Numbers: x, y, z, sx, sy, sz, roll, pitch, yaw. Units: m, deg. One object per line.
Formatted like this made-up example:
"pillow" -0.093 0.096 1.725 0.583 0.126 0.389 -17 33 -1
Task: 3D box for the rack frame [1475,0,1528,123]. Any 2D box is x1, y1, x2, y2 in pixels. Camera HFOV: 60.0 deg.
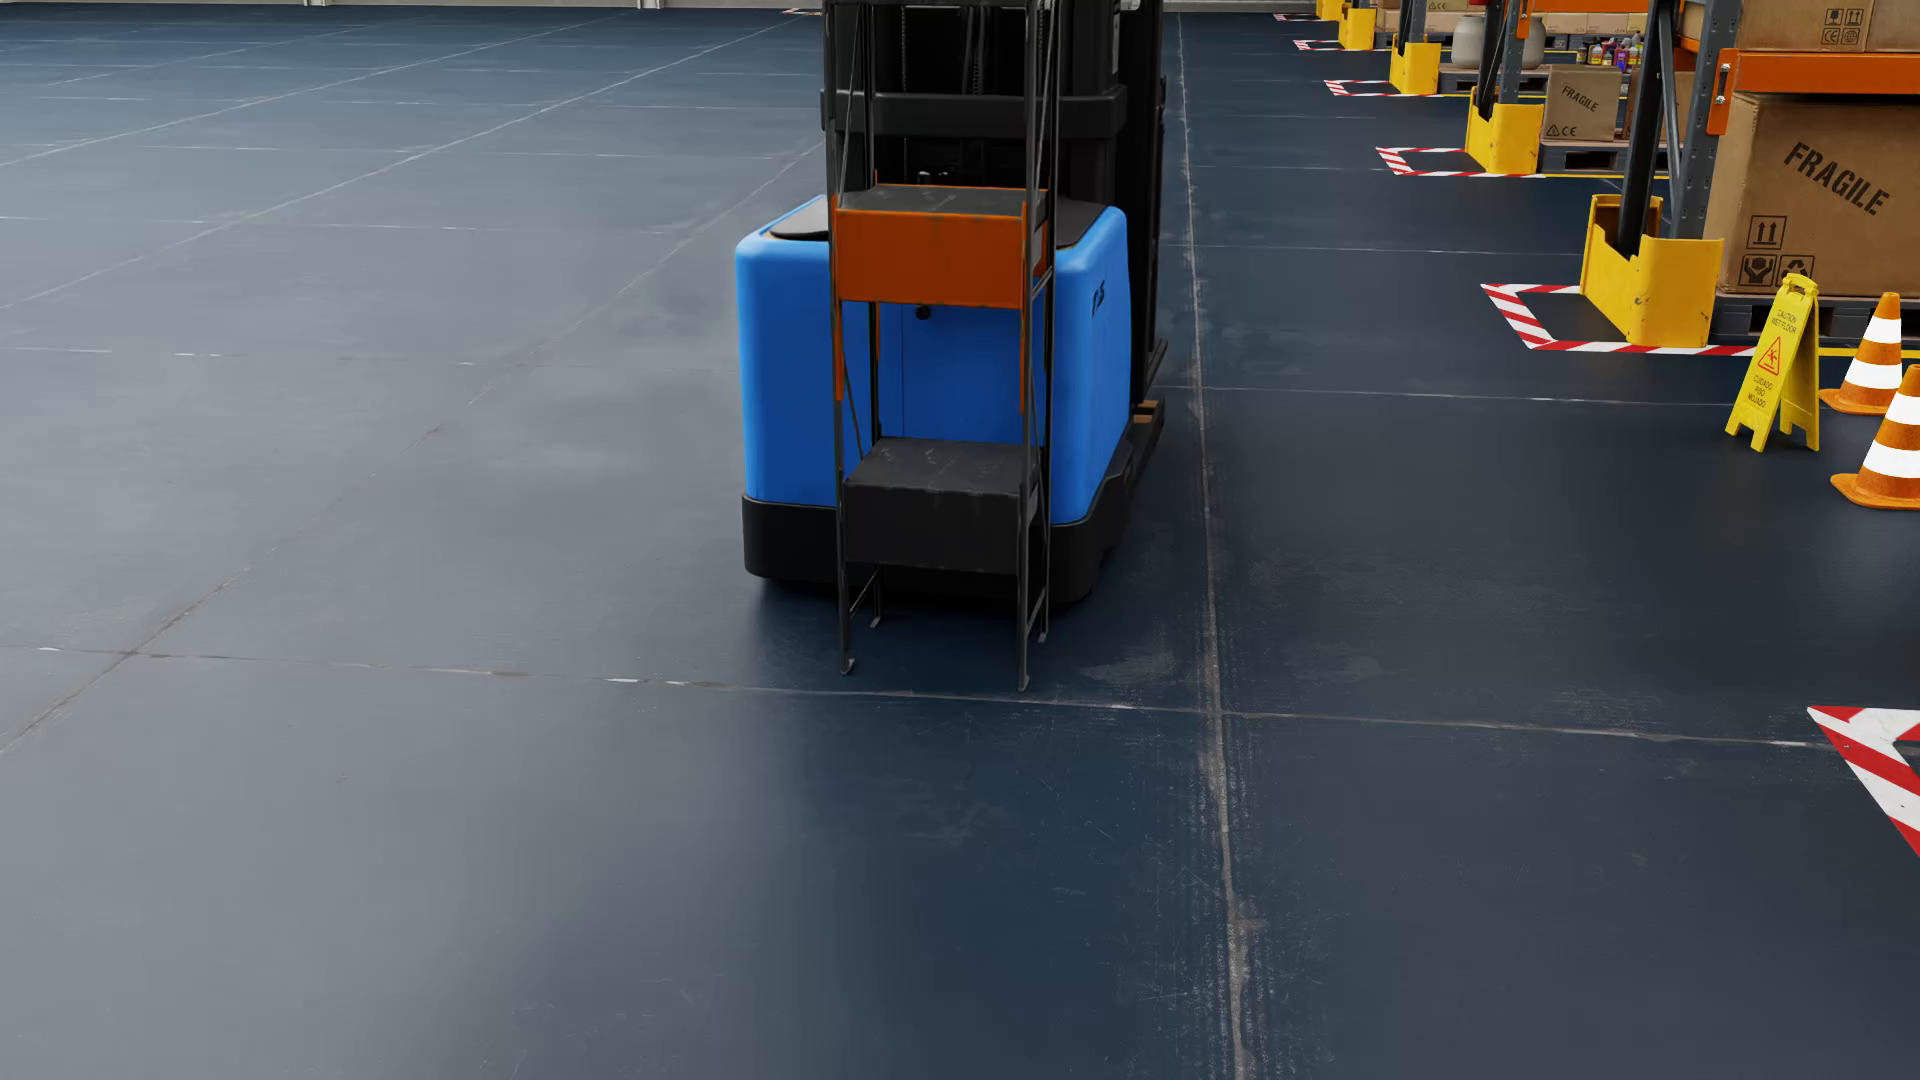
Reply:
"rack frame" 4.068 -4.303 12.244 0.127 3.000 1.000 2 22 6

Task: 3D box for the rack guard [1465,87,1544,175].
"rack guard" 4.143 -3.137 12.696 0.348 0.500 1.175 2 22 6

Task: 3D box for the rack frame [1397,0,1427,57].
"rack frame" 4.651 -6.111 16.818 0.127 3.000 1.000 2 22 6

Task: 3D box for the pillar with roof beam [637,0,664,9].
"pillar with roof beam" -5.810 -11.751 22.924 0.400 9.000 9.100 2 22 6

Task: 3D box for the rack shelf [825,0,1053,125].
"rack shelf" -0.035 -1.298 3.999 0.480 0.518 0.431 4 22 11

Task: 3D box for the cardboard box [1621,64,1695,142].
"cardboard box" 5.284 -3.289 12.509 0.500 0.500 0.500 8 23 20

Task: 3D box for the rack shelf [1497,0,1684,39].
"rack shelf" 6.054 -3.882 12.158 4.000 0.370 1.077 2 22 6

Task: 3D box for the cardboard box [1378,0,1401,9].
"cardboard box" 5.805 -7.271 21.899 0.500 0.500 0.500 2 22 6

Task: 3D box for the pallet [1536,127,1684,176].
"pallet" 4.946 -2.955 12.627 1.213 0.211 1.003 2 22 6

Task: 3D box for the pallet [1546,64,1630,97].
"pallet" 6.746 -4.738 17.137 1.213 0.211 1.003 2 22 6

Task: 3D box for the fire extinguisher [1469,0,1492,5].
"fire extinguisher" 4.008 -4.440 12.697 0.183 0.674 0.296 2 22 6

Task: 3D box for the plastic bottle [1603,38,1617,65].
"plastic bottle" 6.761 -5.074 17.290 0.133 0.283 0.061 2 22 6

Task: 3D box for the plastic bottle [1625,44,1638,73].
"plastic bottle" 6.755 -4.840 16.715 0.097 0.271 0.097 0 22 0

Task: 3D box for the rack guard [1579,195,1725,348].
"rack guard" 3.360 -1.335 8.137 0.348 0.500 1.175 2 22 6

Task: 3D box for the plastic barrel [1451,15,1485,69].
"plastic barrel" 5.313 -5.149 17.197 0.421 0.512 0.421 0 22 0

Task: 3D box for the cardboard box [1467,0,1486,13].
"cardboard box" 6.739 -7.043 21.323 0.500 0.500 0.500 2 22 6

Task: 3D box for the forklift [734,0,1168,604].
"forklift" 0.174 -1.690 5.728 1.130 2.935 3.031 5 22 12

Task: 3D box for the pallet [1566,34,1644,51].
"pallet" 8.425 -6.500 21.593 1.213 0.211 1.003 2 22 6

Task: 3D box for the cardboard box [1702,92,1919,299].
"cardboard box" 4.065 -1.699 7.975 0.875 0.875 0.875 3 22 7

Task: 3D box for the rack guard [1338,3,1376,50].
"rack guard" 5.214 -6.758 21.855 0.348 0.500 1.175 2 22 6

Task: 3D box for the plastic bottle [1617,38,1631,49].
"plastic bottle" 6.911 -5.103 17.374 0.135 0.276 0.152 2 22 5

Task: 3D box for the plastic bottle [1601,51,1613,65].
"plastic bottle" 6.517 -4.818 16.754 0.097 0.201 0.097 0 22 0

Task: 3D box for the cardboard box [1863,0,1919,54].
"cardboard box" 4.306 -2.551 7.609 0.550 0.550 0.875 2 22 6

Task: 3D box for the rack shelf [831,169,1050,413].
"rack shelf" -0.035 -0.647 4.257 0.480 0.518 0.431 4 22 11

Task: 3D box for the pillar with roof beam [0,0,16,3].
"pillar with roof beam" -17.726 -12.271 24.238 0.400 9.000 9.100 2 22 6

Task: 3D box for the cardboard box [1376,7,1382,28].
"cardboard box" 5.805 -6.921 22.035 0.500 0.250 0.500 2 22 6

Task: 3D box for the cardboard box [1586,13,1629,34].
"cardboard box" 8.228 -6.629 21.296 0.500 0.250 0.500 2 22 6

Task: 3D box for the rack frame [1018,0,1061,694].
"rack frame" 0.203 -0.641 4.205 0.015 2.100 0.400 4 22 11

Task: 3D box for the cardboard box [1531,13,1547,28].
"cardboard box" 7.233 -6.666 21.391 0.500 0.250 0.500 2 22 6

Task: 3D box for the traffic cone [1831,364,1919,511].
"traffic cone" 3.273 -0.378 5.765 0.334 0.463 0.336 2 22 6

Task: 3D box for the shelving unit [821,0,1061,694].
"shelving unit" -0.035 -0.659 4.252 0.503 2.100 0.431 4 22 11

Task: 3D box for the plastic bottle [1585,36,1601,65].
"plastic bottle" 6.644 -5.135 17.445 0.133 0.283 0.061 3 22 8

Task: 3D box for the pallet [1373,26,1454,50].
"pallet" 6.002 -6.605 21.860 1.213 0.211 1.003 2 22 6

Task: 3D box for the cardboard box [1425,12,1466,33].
"cardboard box" 6.241 -6.712 21.505 0.500 0.250 0.500 2 22 6

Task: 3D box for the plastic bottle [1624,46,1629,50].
"plastic bottle" 6.915 -5.022 17.271 0.097 0.201 0.097 0 22 0
